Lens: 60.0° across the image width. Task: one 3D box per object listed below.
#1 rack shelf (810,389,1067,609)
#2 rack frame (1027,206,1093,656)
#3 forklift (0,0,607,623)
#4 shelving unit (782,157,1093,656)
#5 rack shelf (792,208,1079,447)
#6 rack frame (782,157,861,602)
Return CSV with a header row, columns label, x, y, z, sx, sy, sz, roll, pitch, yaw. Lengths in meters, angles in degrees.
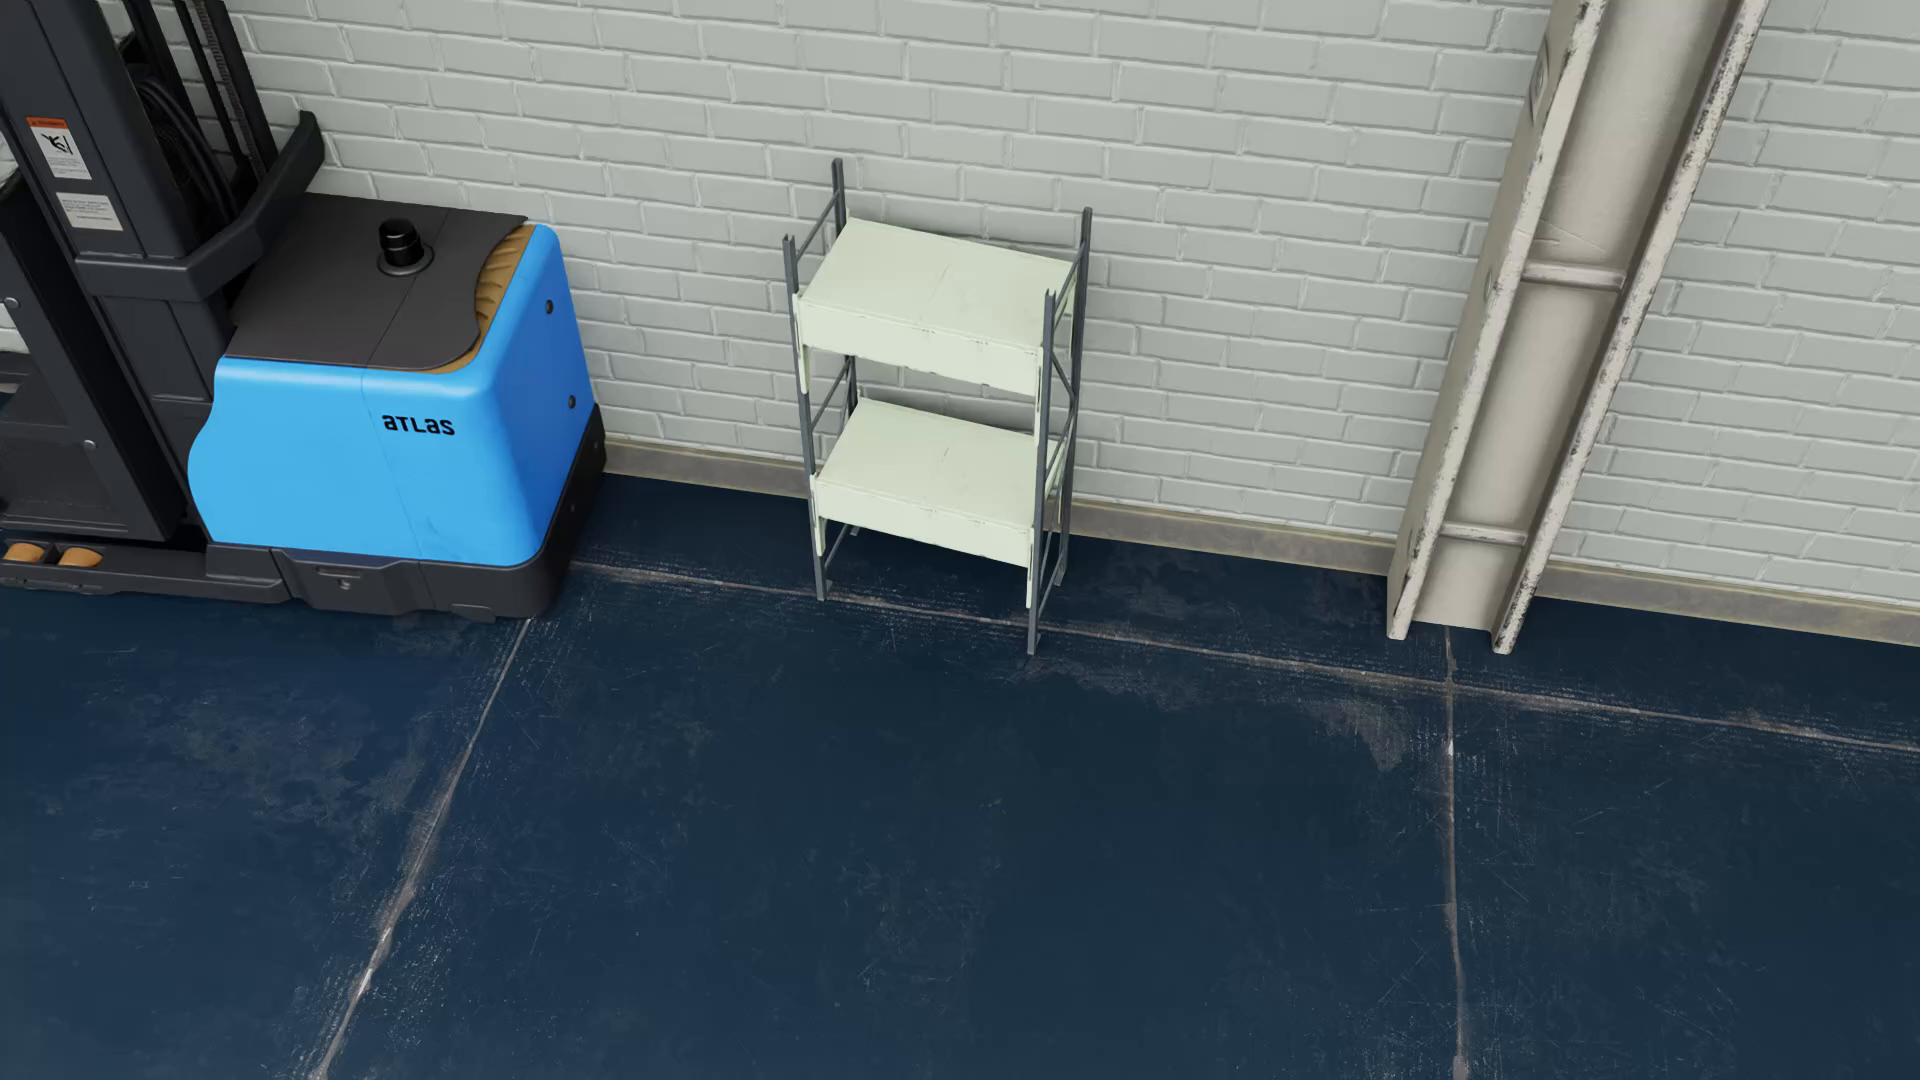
label,x,y,z,sx,sy,sz,roll,pitch,yaw
rack shelf,-0.057,-0.136,5.302,0.720,0.370,0.431,14,50,12
rack frame,0.291,-0.269,4.983,0.023,1.500,0.400,14,50,12
forklift,-2.785,-1.183,4.842,3.031,2.935,1.130,5,48,4
shelving unit,-0.057,-0.354,5.059,0.755,1.500,0.431,14,50,12
rack shelf,-0.057,-0.615,4.769,0.720,0.370,0.431,14,50,12
rack frame,-0.404,-0.438,5.136,0.023,1.500,0.400,14,50,12
